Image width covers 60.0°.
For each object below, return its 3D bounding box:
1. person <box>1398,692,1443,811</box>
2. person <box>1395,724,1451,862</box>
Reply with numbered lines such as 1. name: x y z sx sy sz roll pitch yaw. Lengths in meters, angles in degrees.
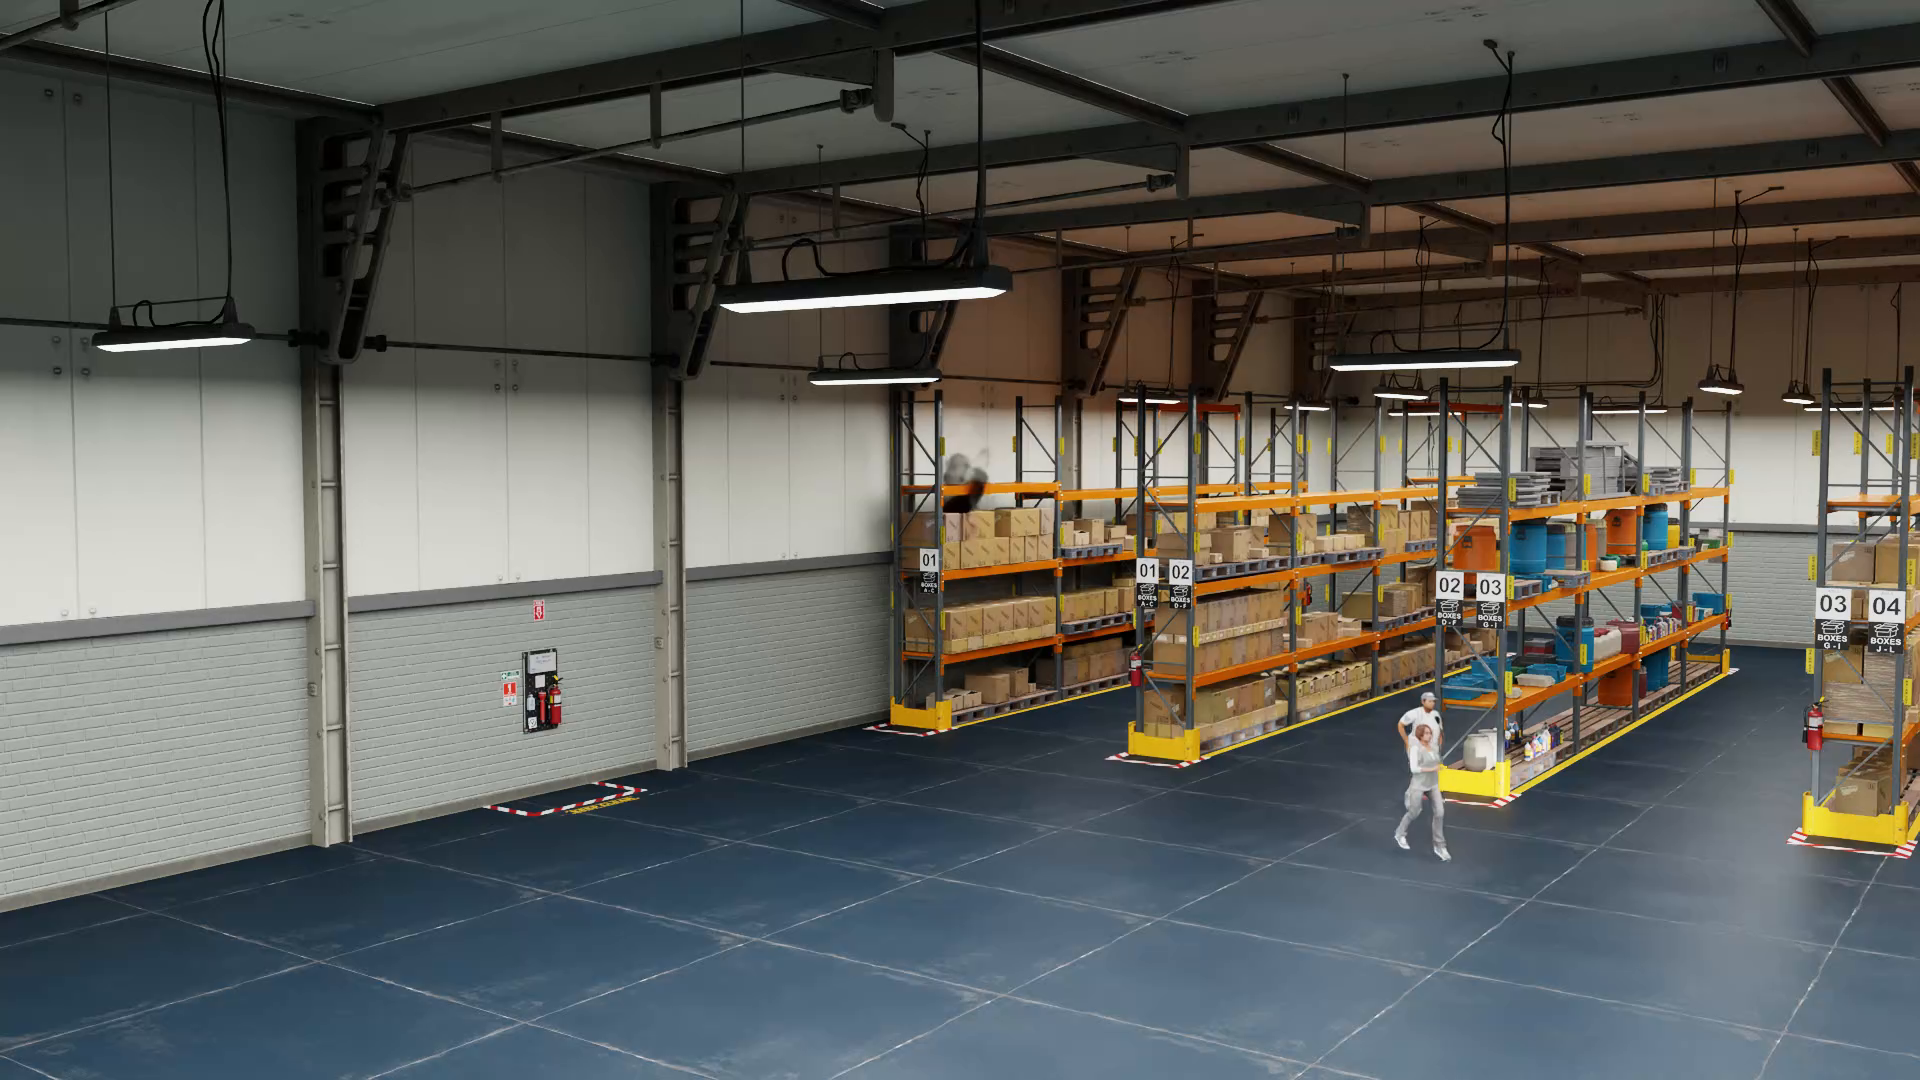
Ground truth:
1. person: 6.385 2.907 22.822 0.584 1.642 0.591 -1 3 -20
2. person: 5.646 3.046 20.273 0.519 1.620 0.789 -2 4 -25
